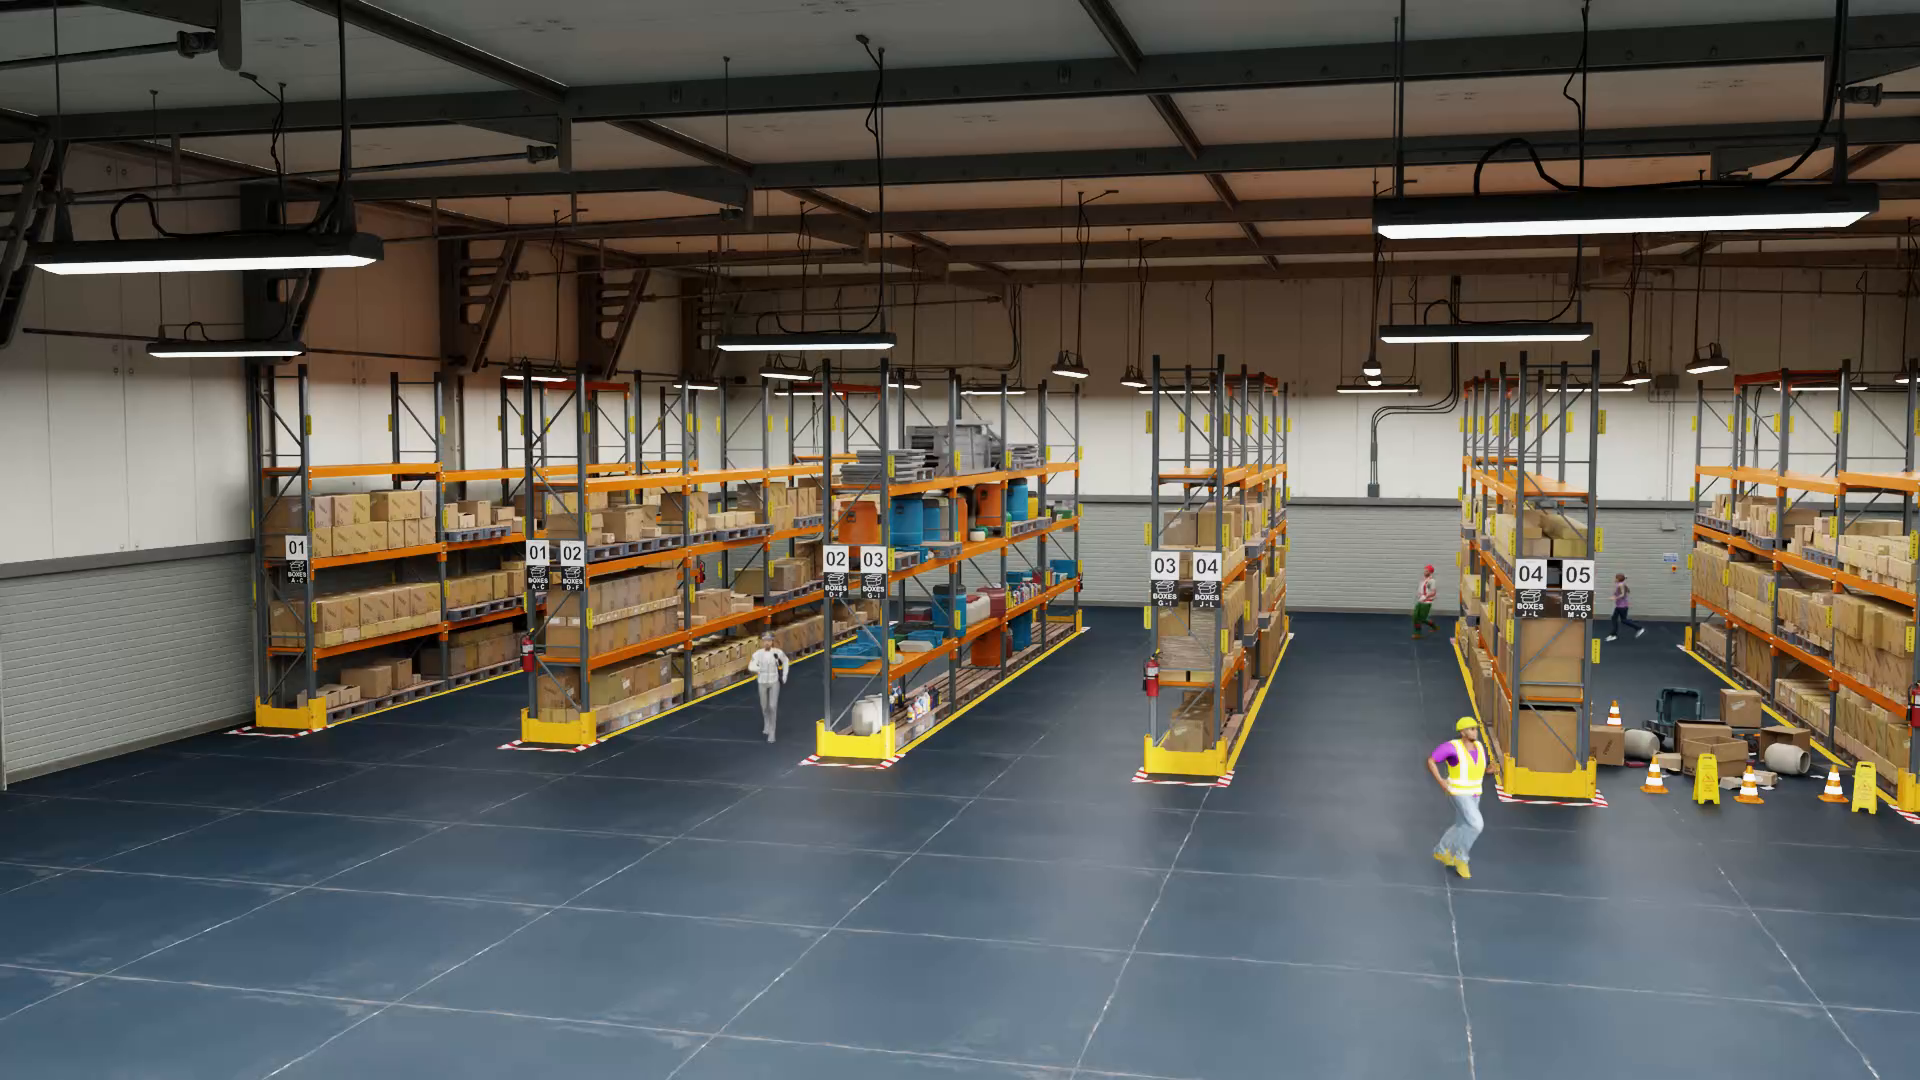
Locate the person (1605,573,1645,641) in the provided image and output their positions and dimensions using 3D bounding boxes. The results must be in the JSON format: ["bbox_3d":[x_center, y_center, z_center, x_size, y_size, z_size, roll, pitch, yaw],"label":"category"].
[{"bbox_3d":[15.433,1.557,38.575,0.855,1.594,0.514,1,4,17],"label":"person"}]

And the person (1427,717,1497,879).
[{"bbox_3d":[5.628,2.859,18.596,0.682,1.795,0.747,-3,5,-35],"label":"person"}]

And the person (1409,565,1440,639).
[{"bbox_3d":[10.932,1.455,38.876,0.751,1.762,0.704,-1,4,-15],"label":"person"}]

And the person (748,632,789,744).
[{"bbox_3d":[-3.053,2.318,26.531,0.612,1.747,0.806,0,4,1],"label":"person"}]
